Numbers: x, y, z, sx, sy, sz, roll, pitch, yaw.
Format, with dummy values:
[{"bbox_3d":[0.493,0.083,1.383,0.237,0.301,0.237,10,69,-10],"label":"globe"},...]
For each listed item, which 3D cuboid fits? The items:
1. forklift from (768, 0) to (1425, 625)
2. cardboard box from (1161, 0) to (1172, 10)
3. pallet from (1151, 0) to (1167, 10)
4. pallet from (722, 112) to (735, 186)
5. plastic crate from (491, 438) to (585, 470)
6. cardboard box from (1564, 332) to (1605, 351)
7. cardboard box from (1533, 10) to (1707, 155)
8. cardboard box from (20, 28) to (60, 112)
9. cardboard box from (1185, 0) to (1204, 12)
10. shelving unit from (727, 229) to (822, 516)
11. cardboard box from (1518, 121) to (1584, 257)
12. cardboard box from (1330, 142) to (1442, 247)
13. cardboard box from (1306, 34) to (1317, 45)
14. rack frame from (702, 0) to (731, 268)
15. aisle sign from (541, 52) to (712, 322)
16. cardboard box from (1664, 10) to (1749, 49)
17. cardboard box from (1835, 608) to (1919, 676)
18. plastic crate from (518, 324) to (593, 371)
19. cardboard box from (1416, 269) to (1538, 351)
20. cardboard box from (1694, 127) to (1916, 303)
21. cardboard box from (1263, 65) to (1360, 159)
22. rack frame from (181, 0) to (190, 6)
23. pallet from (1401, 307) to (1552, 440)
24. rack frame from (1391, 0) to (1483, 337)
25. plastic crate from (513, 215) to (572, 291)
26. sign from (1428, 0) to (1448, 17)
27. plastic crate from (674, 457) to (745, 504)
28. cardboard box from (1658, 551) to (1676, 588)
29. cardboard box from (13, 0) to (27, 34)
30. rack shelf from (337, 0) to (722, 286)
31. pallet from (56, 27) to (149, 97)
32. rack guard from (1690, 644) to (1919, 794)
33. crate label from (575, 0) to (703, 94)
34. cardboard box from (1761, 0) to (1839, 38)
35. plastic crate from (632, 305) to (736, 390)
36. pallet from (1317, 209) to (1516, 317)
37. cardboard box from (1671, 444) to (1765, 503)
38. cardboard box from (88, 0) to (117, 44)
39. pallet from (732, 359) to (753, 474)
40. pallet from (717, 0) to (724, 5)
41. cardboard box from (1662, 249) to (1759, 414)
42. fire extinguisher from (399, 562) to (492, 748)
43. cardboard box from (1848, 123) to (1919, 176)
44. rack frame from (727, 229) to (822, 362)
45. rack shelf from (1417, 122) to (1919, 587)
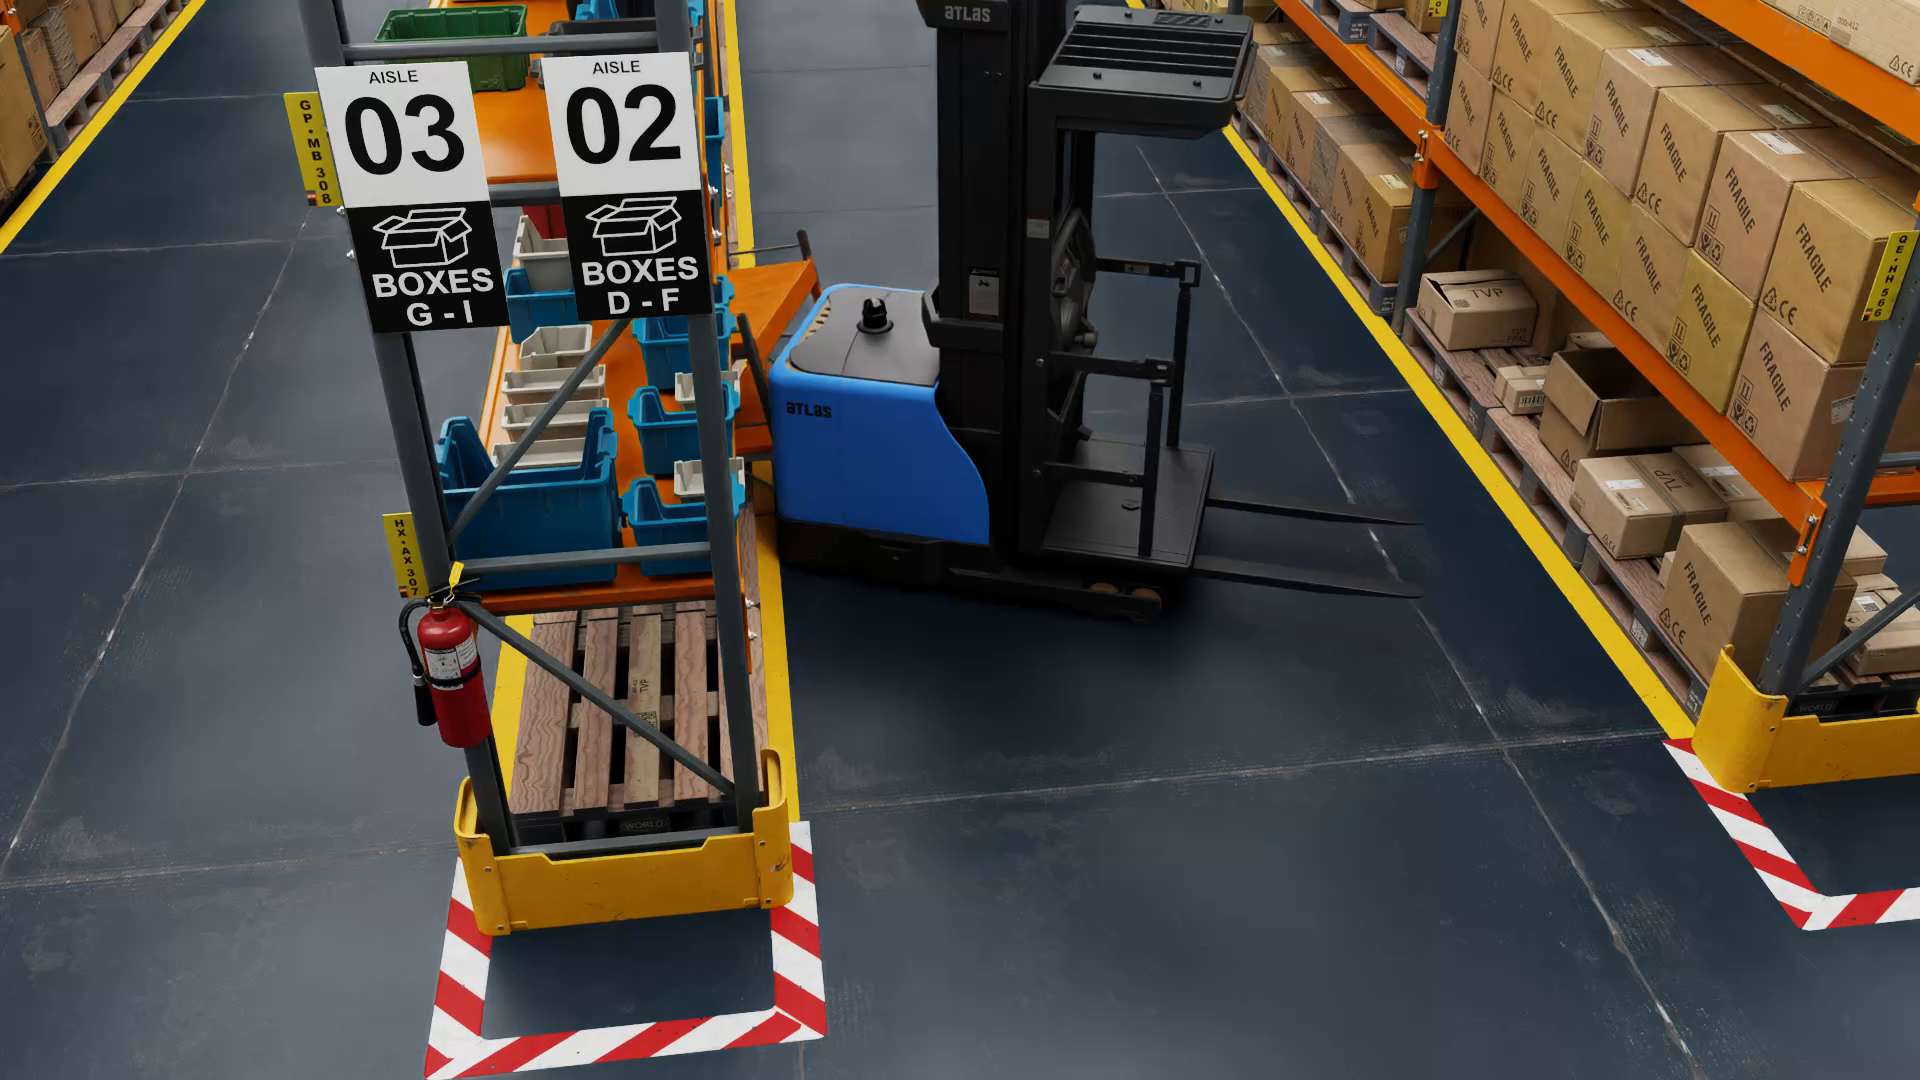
[{"bbox_3d":[0.689,-1.151,7.336,3.031,2.935,1.130,8,35,11],"label":"forklift"},{"bbox_3d":[2.072,-4.936,14.898,0.500,0.250,0.500,-4,34,-5],"label":"cardboard box"},{"bbox_3d":[2.361,-4.758,15.044,1.003,0.211,1.213,-4,35,-6],"label":"pallet"},{"bbox_3d":[-2.168,-2.807,12.181,1.003,0.211,1.213,-4,35,-6],"label":"pallet"},{"bbox_3d":[-1.528,-0.289,6.191,0.396,0.136,0.243,-4,35,-6],"label":"plastic crate"},{"bbox_3d":[3.599,-1.039,9.252,0.380,0.149,0.250,-4,35,-6],"label":"cardboard box"},{"bbox_3d":[3.055,-2.132,7.738,0.500,0.500,0.500,-5,35,-8],"label":"cardboard box"},{"bbox_3d":[-7.333,-3.542,12.612,0.700,0.500,0.500,-6,35,-9],"label":"cardboard box"},{"bbox_3d":[2.203,-4.601,13.908,0.500,0.311,0.500,-5,35,-7],"label":"cardboard box"},{"bbox_3d":[-1.005,-0.802,8.310,0.538,1.125,1.048,-4,31,15],"label":"shelving unit"},{"bbox_3d":[3.067,-1.708,8.004,0.500,0.500,0.500,-5,35,-7],"label":"cardboard box"},{"bbox_3d":[2.723,-2.216,10.667,0.500,0.500,0.500,-4,35,-6],"label":"cardboard box"},{"bbox_3d":[2.814,-4.120,13.701,0.500,0.250,0.500,-4,35,-7],"label":"cardboard box"},{"bbox_3d":[-1.777,-2.163,8.761,1.000,3.000,0.127,-4,35,-6],"label":"rack frame"},{"bbox_3d":[-0.935,-0.988,4.728,0.394,0.787,0.004,-4,35,-6],"label":"aisle sign"},{"bbox_3d":[3.596,-2.162,7.782,0.500,0.500,0.500,-4,34,-6],"label":"cardboard box"},{"bbox_3d":[3.954,0.432,7.093,0.380,0.149,0.250,-4,35,-6],"label":"cardboard box"},{"bbox_3d":[-1.673,-0.769,6.895,0.298,0.136,0.250,-4,35,-6],"label":"plastic crate"},{"bbox_3d":[2.974,-1.357,9.574,0.500,0.311,0.500,-4,35,-6],"label":"cardboard box"},{"bbox_3d":[3.269,-1.268,6.471,0.500,0.500,0.500,-3,34,-5],"label":"cardboard box"},{"bbox_3d":[2.510,-3.070,11.920,0.500,0.500,0.500,-5,35,-7],"label":"cardboard box"},{"bbox_3d":[-7.761,-6.253,14.761,1.000,3.000,0.127,-4,35,-6],"label":"rack frame"},{"bbox_3d":[3.223,-1.001,9.531,1.003,0.211,1.213,-4,35,-6],"label":"pallet"},{"bbox_3d":[3.132,-2.537,9.309,1.000,3.000,0.127,-4,35,-6],"label":"rack frame"},{"bbox_3d":[-1.754,-1.273,7.507,0.437,0.282,0.530,-4,35,-6],"label":"plastic crate"},{"bbox_3d":[2.582,-2.971,8.918,0.100,0.325,0.005,-4,35,-6],"label":"sign"},{"bbox_3d":[-0.907,-0.195,6.054,0.250,0.136,0.298,-4,35,-6],"label":"plastic crate"},{"bbox_3d":[3.387,0.167,7.467,0.380,0.166,0.250,-4,35,-6],"label":"cardboard box"},{"bbox_3d":[-7.343,-3.851,12.400,0.500,0.250,0.500,-3,34,-4],"label":"cardboard box"},{"bbox_3d":[-1.508,-1.990,6.481,1.077,0.370,4.000,-4,35,-6],"label":"rack shelf"},{"bbox_3d":[-7.487,-3.984,13.908,1.003,0.211,1.213,-4,35,-6],"label":"pallet"},{"bbox_3d":[3.660,0.686,6.799,1.175,0.500,0.348,-4,35,-6],"label":"rack guard"},{"bbox_3d":[-1.043,-1.649,5.474,0.408,0.251,0.502,-4,35,-6],"label":"crate label"},{"bbox_3d":[3.283,-2.029,6.033,0.500,0.250,0.500,-4,35,-6],"label":"cardboard box"},{"bbox_3d":[-1.123,-0.784,6.833,0.416,0.233,0.300,-4,35,-6],"label":"plastic crate"},{"bbox_3d":[2.985,-1.835,10.756,1.003,0.211,1.213,-4,35,-6],"label":"pallet"},{"bbox_3d":[3.743,-0.233,7.979,0.500,0.250,0.500,-4,35,-6],"label":"cardboard box"},{"bbox_3d":[-7.579,-4.477,13.986,0.700,0.500,0.500,-7,35,-10],"label":"cardboard box"},{"bbox_3d":[-1.640,-0.604,8.949,1.003,0.211,1.213,-4,35,-6],"label":"pallet"},{"bbox_3d":[-2.709,-5.040,15.458,1.003,0.211,1.213,-4,35,-6],"label":"pallet"},{"bbox_3d":[3.267,-0.864,6.766,0.500,0.500,0.500,-4,34,-6],"label":"cardboard box"},{"bbox_3d":[-1.669,0.373,5.438,0.296,0.674,0.183,-4,35,-6],"label":"fire extinguisher"},{"bbox_3d":[3.794,-1.318,6.543,0.500,0.500,0.500,-4,34,-6],"label":"cardboard box"},{"bbox_3d":[-0.909,-1.071,8.730,0.500,1.125,0.032,-4,31,15],"label":"rack frame"},{"bbox_3d":[3.401,-1.123,7.873,1.077,0.370,4.000,-4,35,-6],"label":"rack shelf"}]
